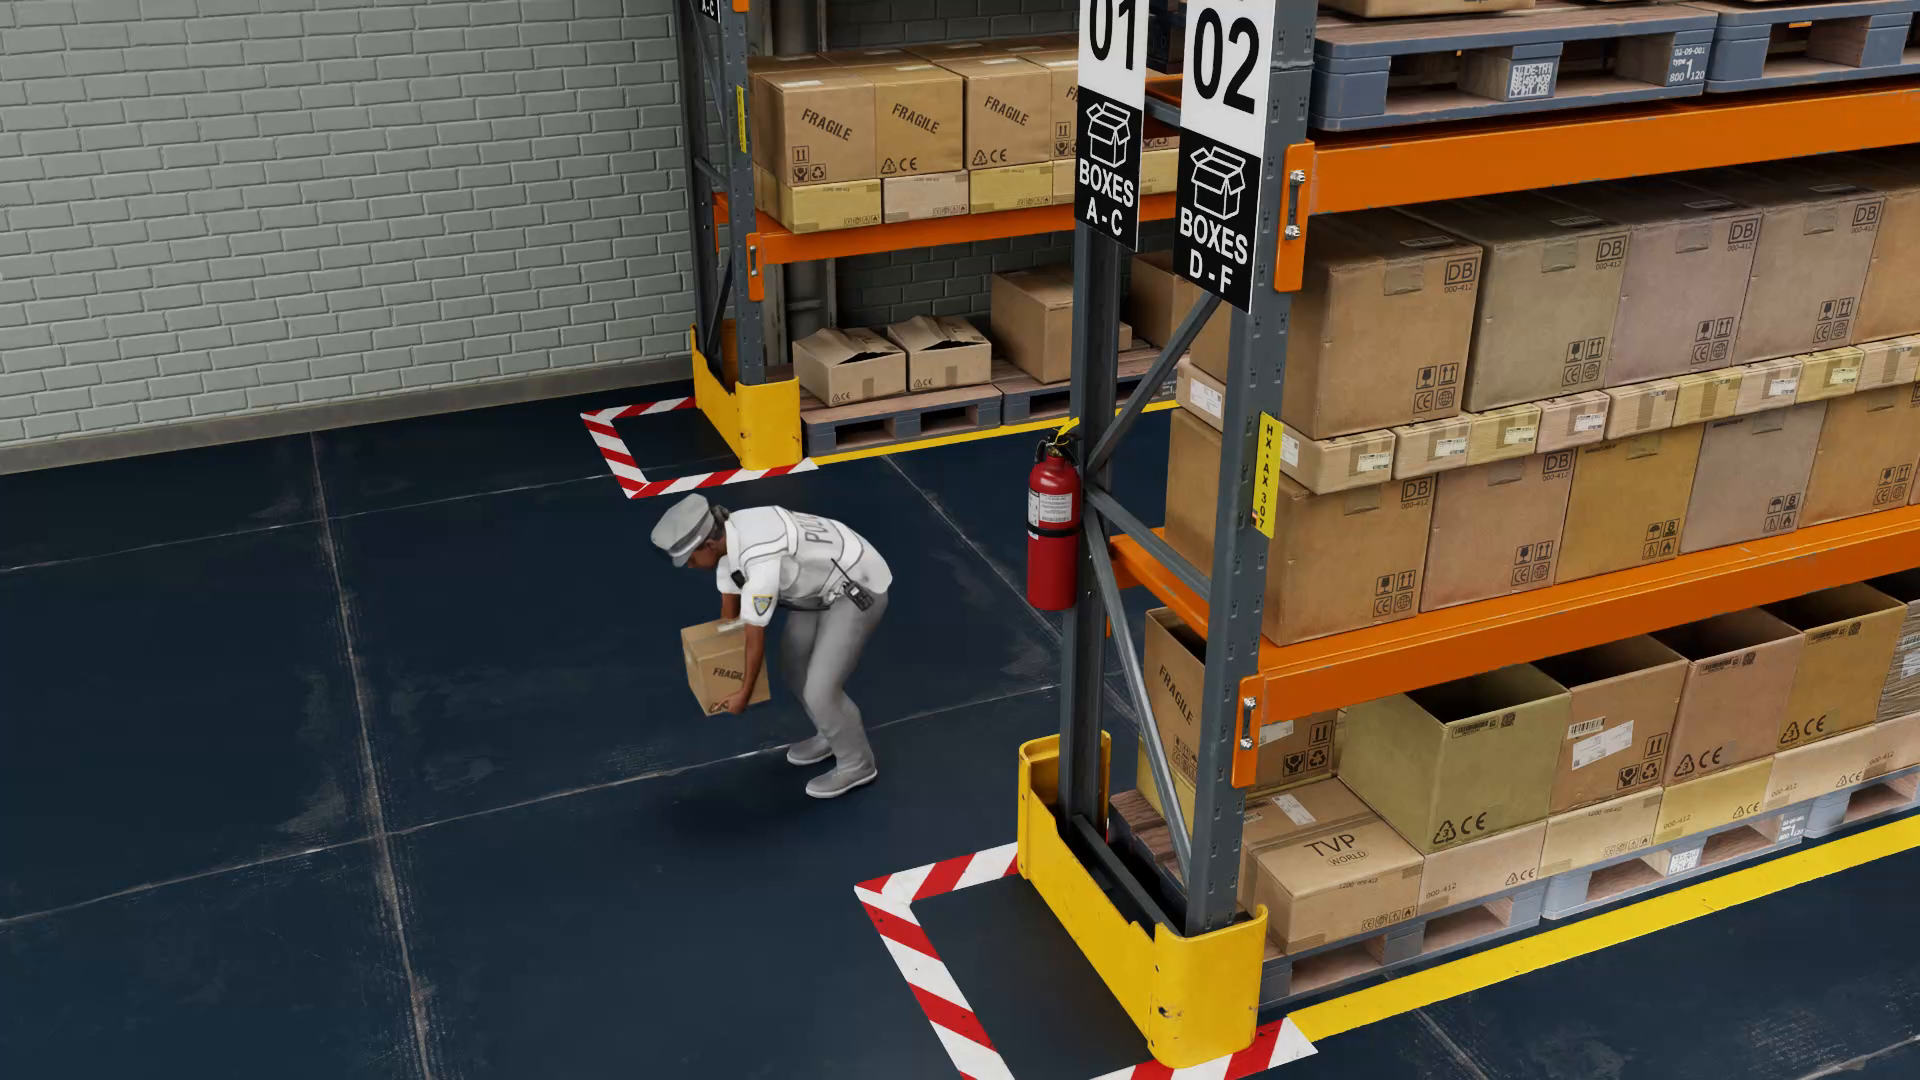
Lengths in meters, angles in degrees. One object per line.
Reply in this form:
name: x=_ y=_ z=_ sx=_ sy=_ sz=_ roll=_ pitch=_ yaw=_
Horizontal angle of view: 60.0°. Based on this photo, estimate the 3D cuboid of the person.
person: x=-0.632 y=0.275 z=6.251 sx=0.724 sy=1.496 sz=0.414 roll=-11 pitch=28 yaw=-22
